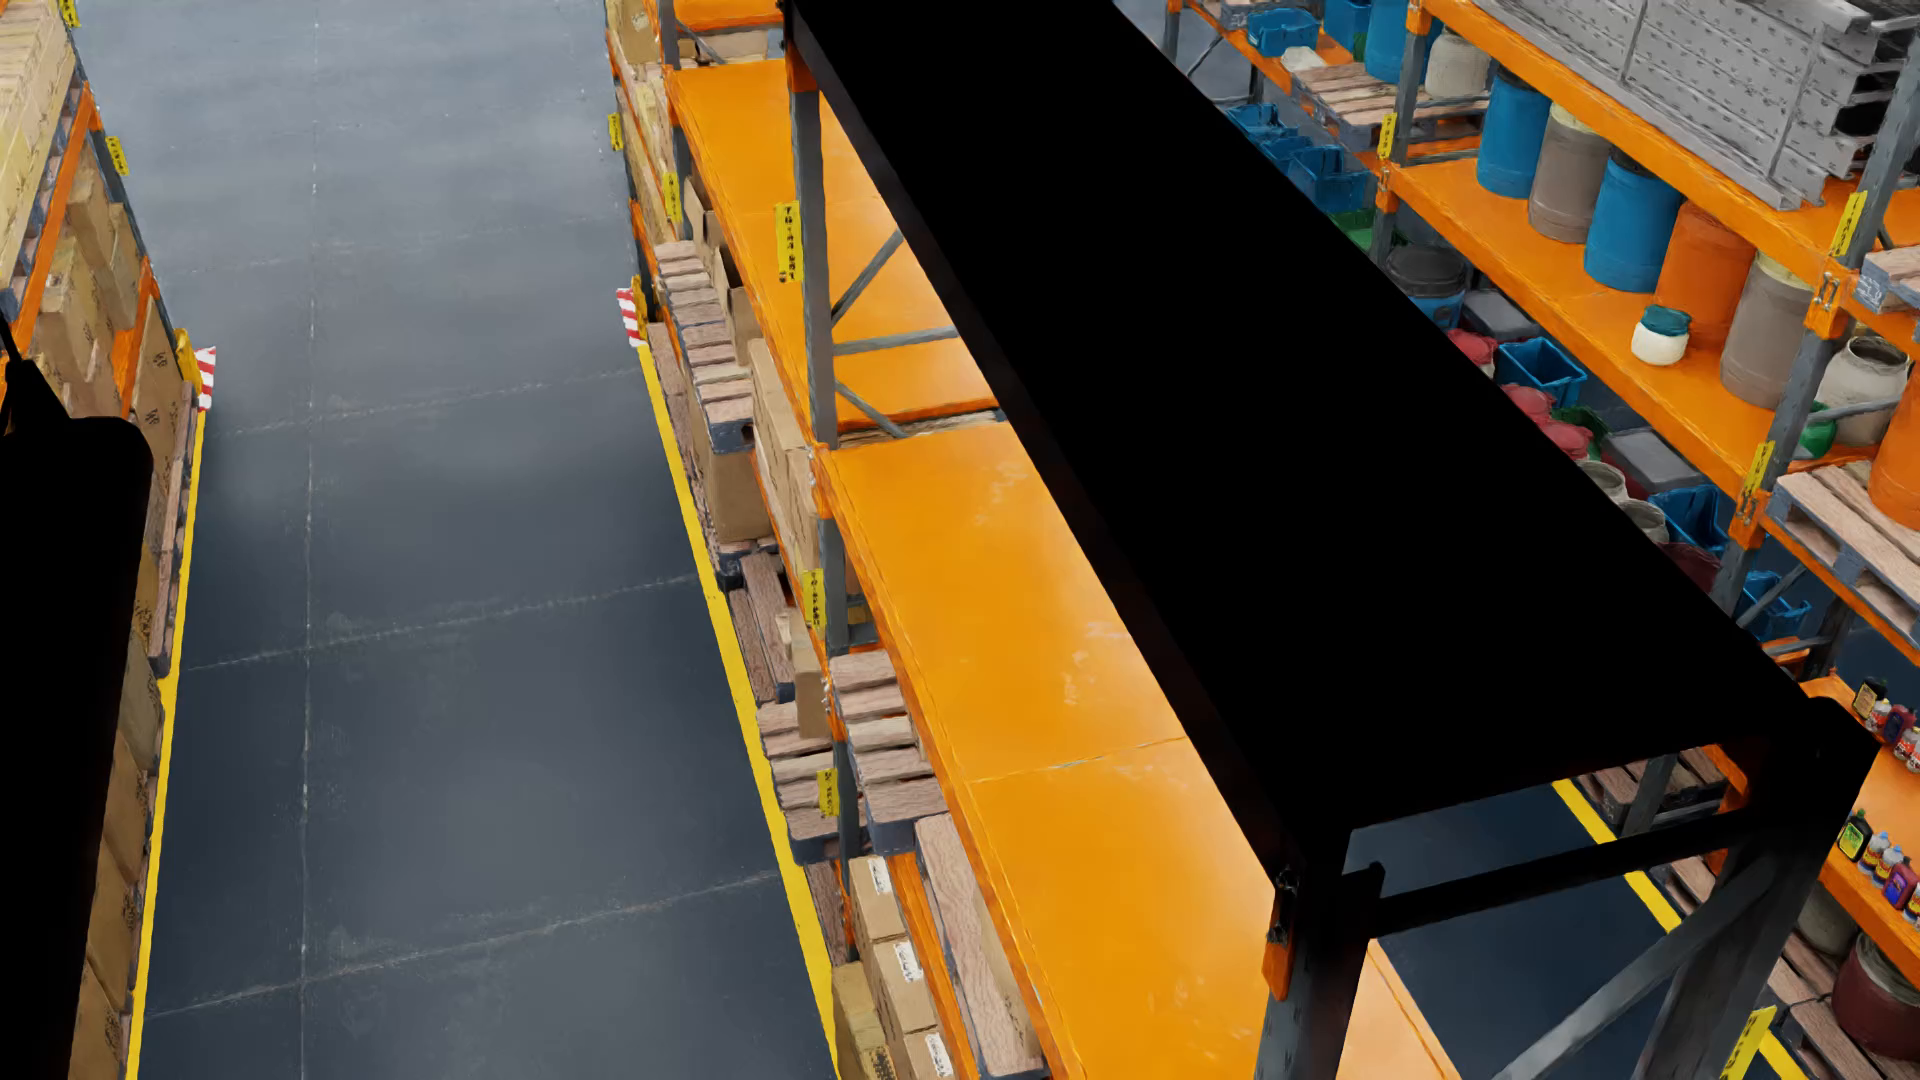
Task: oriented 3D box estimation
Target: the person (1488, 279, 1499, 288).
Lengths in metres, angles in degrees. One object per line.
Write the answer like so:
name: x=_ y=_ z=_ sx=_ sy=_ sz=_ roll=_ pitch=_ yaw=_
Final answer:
person: x=4.977 y=-2.810 z=15.007 sx=0.499 sy=1.673 sz=0.432 roll=30 pitch=48 yaw=33
